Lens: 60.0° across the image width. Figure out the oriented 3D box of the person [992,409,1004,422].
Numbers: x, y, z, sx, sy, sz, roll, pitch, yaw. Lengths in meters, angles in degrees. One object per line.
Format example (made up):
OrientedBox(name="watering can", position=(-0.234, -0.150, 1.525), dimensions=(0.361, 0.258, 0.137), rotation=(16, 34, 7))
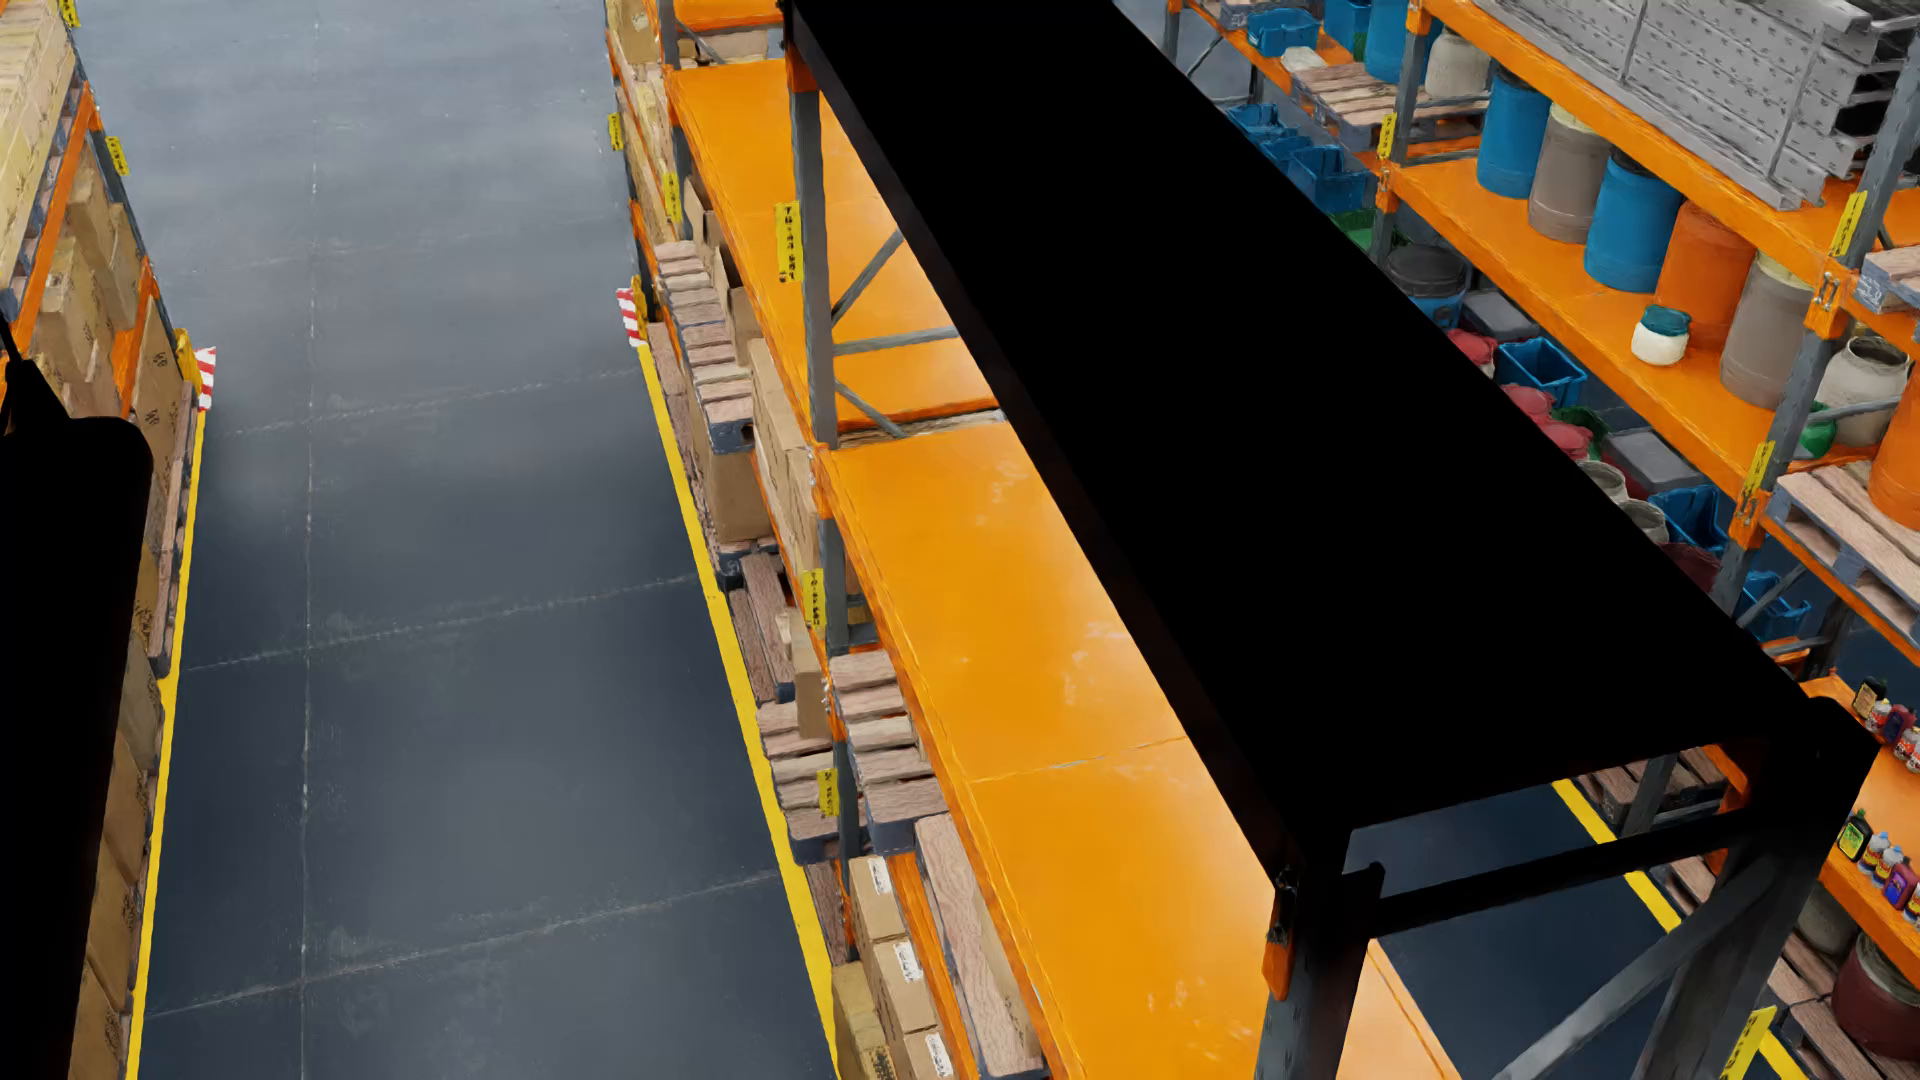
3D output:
OrientedBox(name="person", position=(0.236, -0.216, 11.817), dimensions=(0.630, 1.605, 0.804), rotation=(-7, 39, -8))
